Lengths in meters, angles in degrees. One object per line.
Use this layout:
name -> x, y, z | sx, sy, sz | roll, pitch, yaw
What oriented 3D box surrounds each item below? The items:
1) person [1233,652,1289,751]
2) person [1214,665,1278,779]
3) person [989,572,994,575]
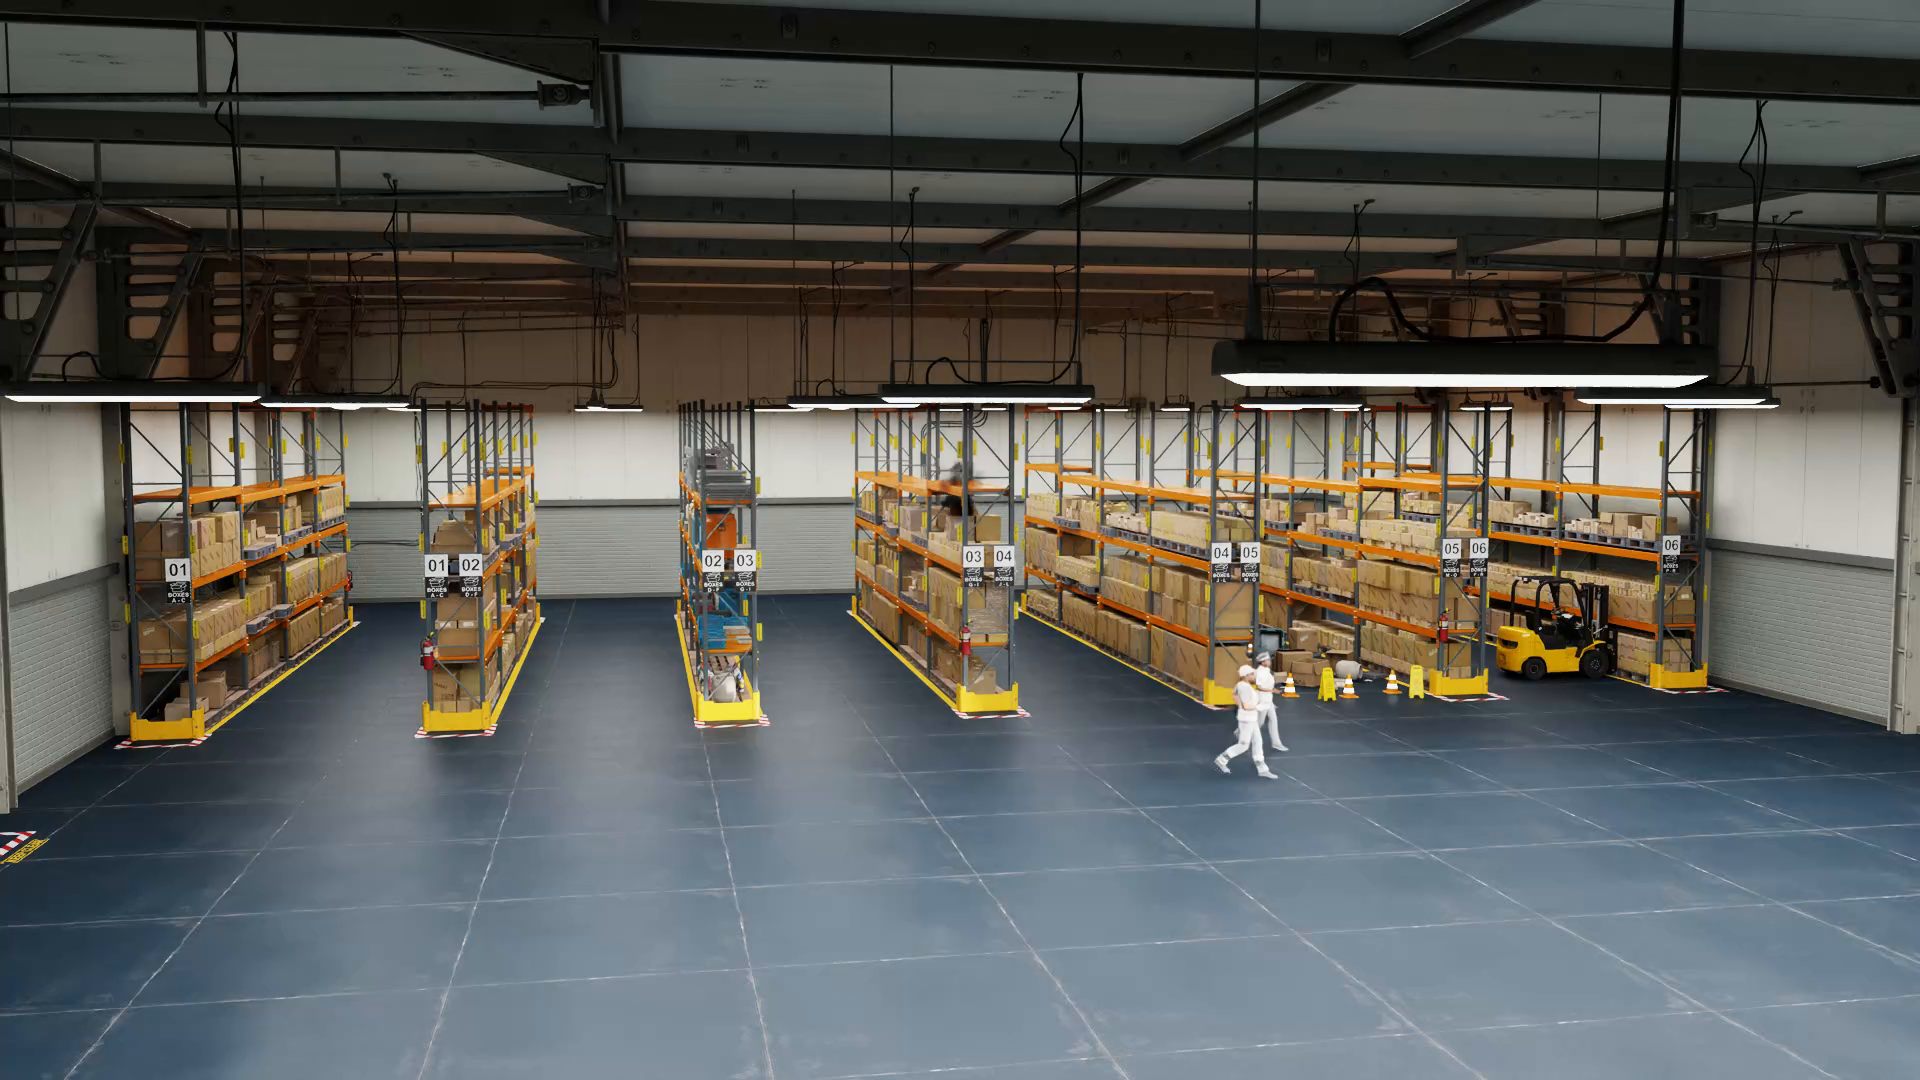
person -> 5.131, 2.735, 28.281 | 0.933, 1.700, 0.587 | 2, 5, 24
person -> 4.484, 2.844, 26.015 | 0.987, 1.786, 0.656 | 1, 4, 14
person -> 0.663, 1.293, 47.874 | 0.693, 1.612, 0.594 | 1, 5, 17
